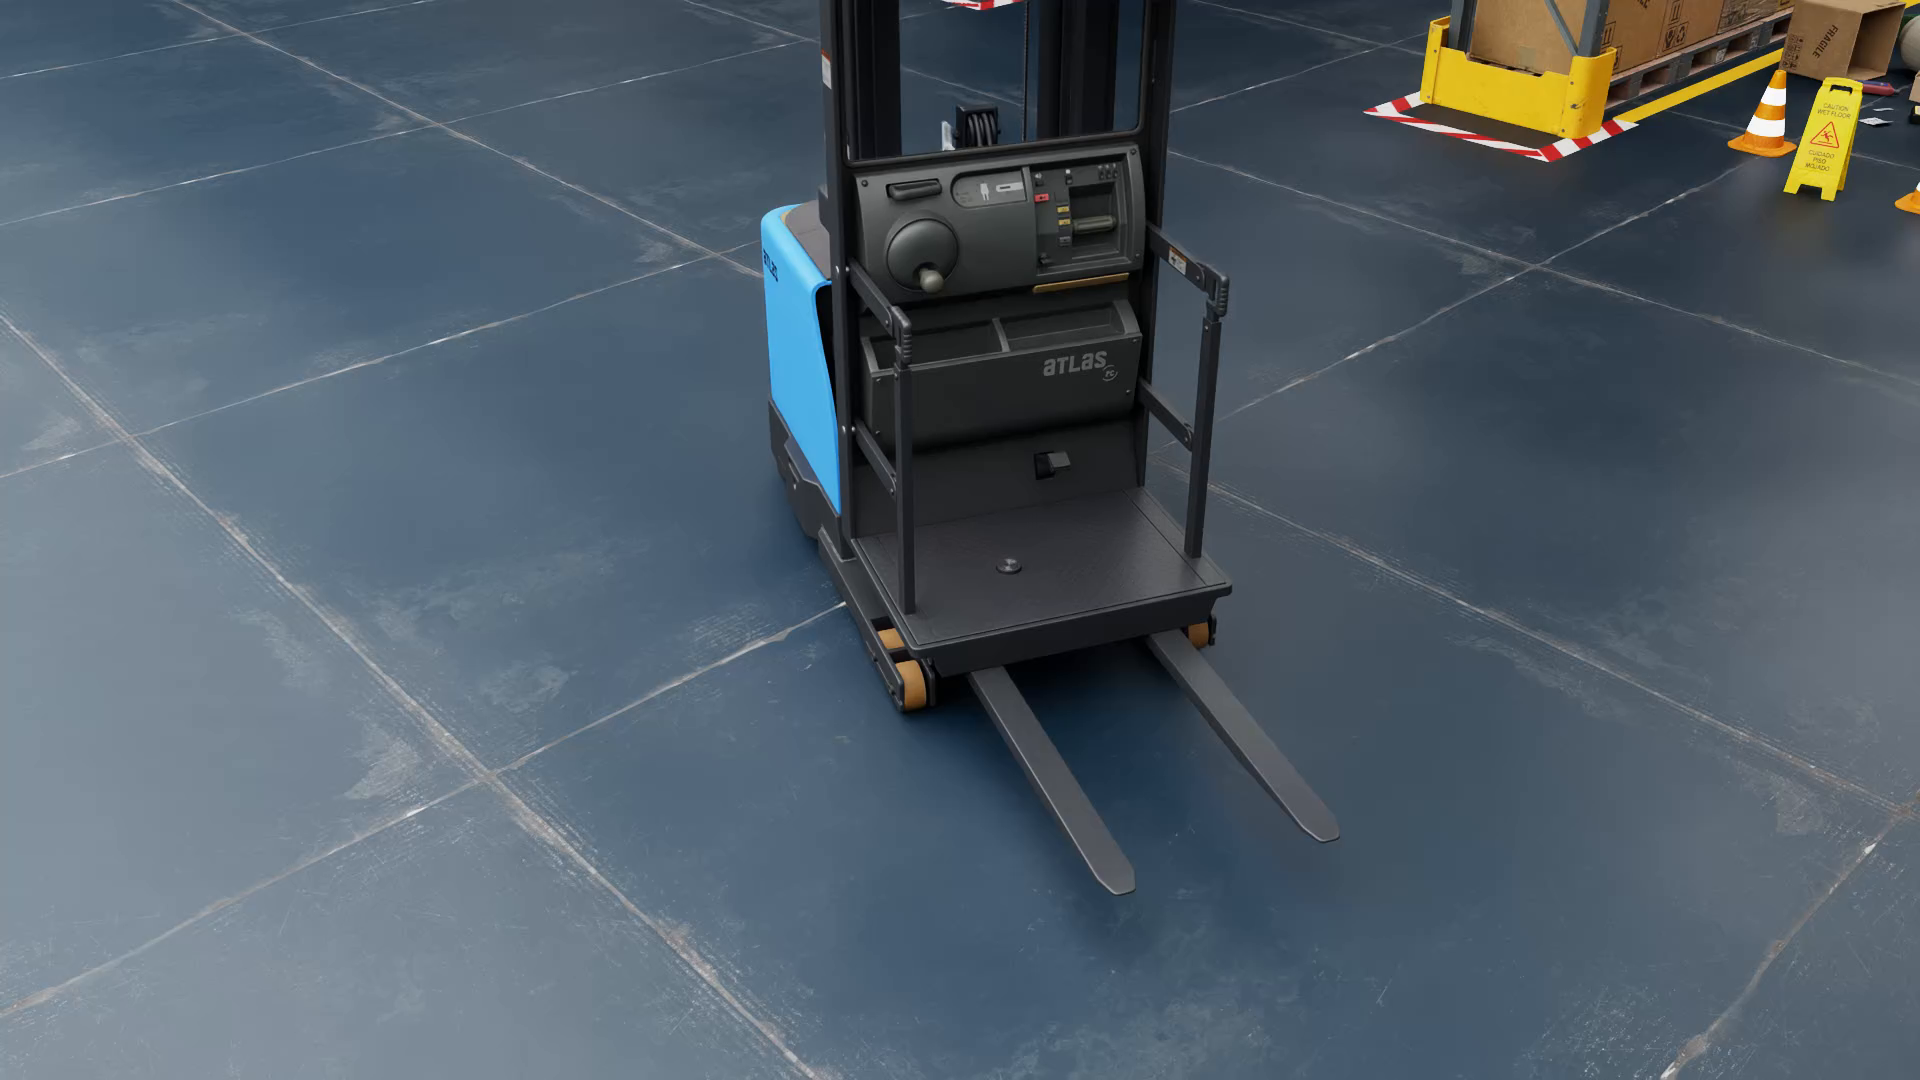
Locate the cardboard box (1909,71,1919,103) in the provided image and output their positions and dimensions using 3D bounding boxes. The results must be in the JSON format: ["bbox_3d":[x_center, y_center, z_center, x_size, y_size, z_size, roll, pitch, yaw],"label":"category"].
[{"bbox_3d":[6.484,-2.983,10.873,0.258,0.266,0.396,-19,36,-28],"label":"cardboard box"}]

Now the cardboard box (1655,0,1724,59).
[{"bbox_3d":[4.655,-3.896,11.380,0.875,0.875,0.875,-27,40,-36],"label":"cardboard box"}]

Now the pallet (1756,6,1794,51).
[{"bbox_3d":[5.881,-4.034,12.644,1.213,0.211,1.003,-26,40,-35],"label":"pallet"}]

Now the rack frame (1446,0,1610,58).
[{"bbox_3d":[3.559,-4.044,9.989,0.127,3.000,1.000,-26,40,-35],"label":"rack frame"}]

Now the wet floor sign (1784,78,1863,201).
[{"bbox_3d":[4.884,-2.272,9.348,0.267,0.644,0.232,22,37,31],"label":"wet floor sign"}]

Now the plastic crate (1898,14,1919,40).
[{"bbox_3d":[7.256,-3.725,12.107,0.662,0.188,0.450,-7,22,-11],"label":"plastic crate"}]

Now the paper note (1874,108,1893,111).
[{"bbox_3d":[6.011,-2.802,10.823,0.123,0.001,0.032,-7,32,-11],"label":"paper note"}]

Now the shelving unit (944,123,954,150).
[{"bbox_3d":[-0.240,-1.060,6.822,0.503,1.200,0.258,-11,30,-17],"label":"shelving unit"}]

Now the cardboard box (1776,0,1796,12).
[{"bbox_3d":[5.983,-4.540,12.433,0.875,0.875,0.875,-25,39,-35],"label":"cardboard box"}]

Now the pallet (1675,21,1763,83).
[{"bbox_3d":[4.987,-3.599,11.933,1.213,0.211,1.003,-26,40,-35],"label":"pallet"}]

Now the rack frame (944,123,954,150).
[{"bbox_3d":[-0.010,-1.102,6.891,0.015,1.200,0.240,-11,30,-17],"label":"rack frame"}]

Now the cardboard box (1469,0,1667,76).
[{"bbox_3d":[4.011,-3.583,10.868,0.875,0.875,0.875,-26,40,-35],"label":"cardboard box"}]

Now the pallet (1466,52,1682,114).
[{"bbox_3d":[4.092,-3.168,11.229,1.213,0.211,1.003,-26,40,-35],"label":"pallet"}]

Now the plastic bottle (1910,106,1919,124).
[{"bbox_3d":[6.170,-2.729,10.655,0.133,0.061,0.283,15,34,23],"label":"plastic bottle"}]

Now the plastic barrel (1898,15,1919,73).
[{"bbox_3d":[6.703,-3.375,11.363,0.421,0.421,0.512,-1,31,-2],"label":"plastic barrel"}]

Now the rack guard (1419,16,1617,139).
[{"bbox_3d":[3.542,-2.969,10.627,0.348,0.500,1.175,-26,40,-35],"label":"rack guard"}]

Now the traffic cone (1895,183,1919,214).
[{"bbox_3d":[5.433,-2.054,9.166,0.334,0.463,0.336,-26,40,-35],"label":"traffic cone"}]

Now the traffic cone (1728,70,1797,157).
[{"bbox_3d":[4.914,-2.607,10.070,0.334,0.463,0.336,-26,40,-35],"label":"traffic cone"}]

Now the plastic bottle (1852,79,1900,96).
[{"bbox_3d":[6.140,-3.027,11.141,0.283,0.061,0.133,15,34,23],"label":"plastic bottle"}]

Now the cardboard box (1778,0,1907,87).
[{"bbox_3d":[6.052,-3.455,11.418,0.500,0.500,0.500,-19,36,-28],"label":"cardboard box"}]

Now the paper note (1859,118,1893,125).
[{"bbox_3d":[5.833,-2.669,10.587,0.142,0.017,0.144,-12,34,-19],"label":"paper note"}]

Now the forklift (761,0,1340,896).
[{"bbox_3d":[0.211,-0.940,4.978,1.130,2.935,3.031,-11,33,-17],"label":"forklift"}]

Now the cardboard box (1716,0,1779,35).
[{"bbox_3d":[5.325,-4.218,11.908,0.875,0.875,0.875,-25,40,-35],"label":"cardboard box"}]
